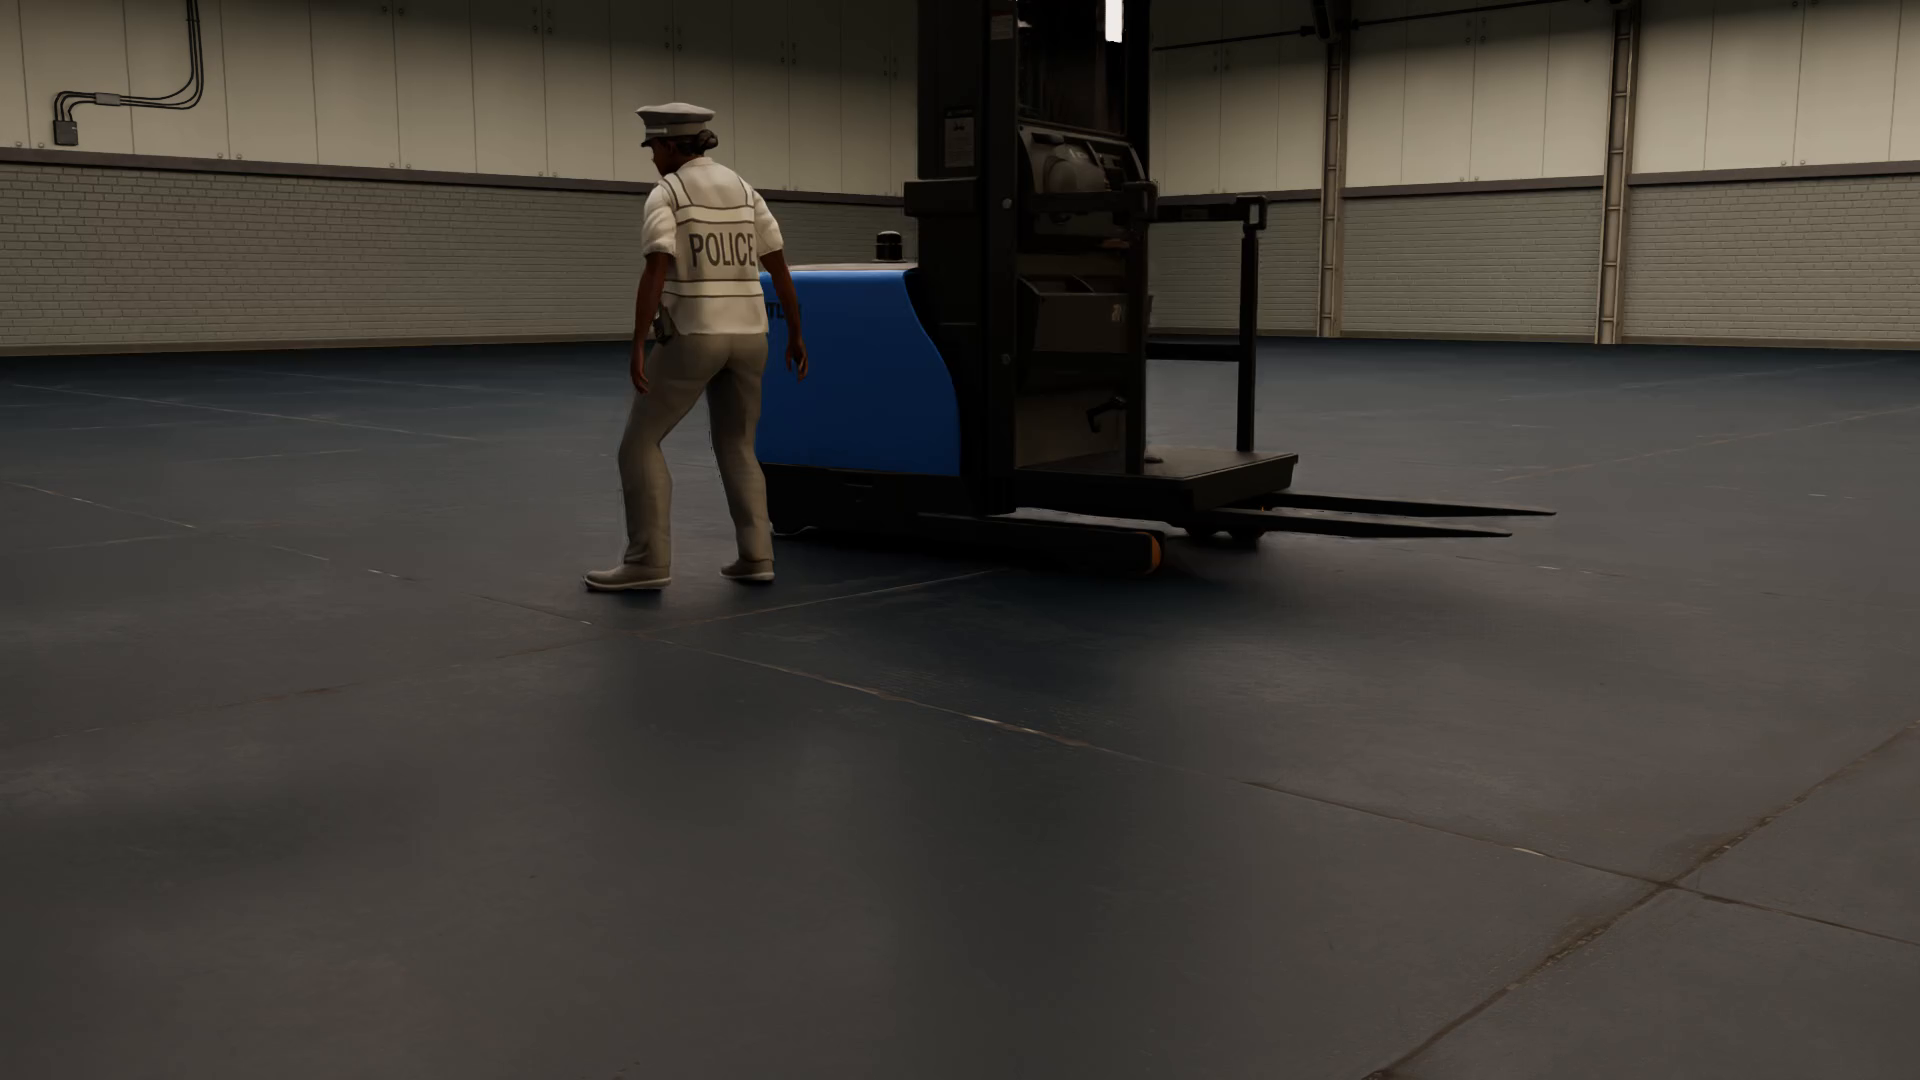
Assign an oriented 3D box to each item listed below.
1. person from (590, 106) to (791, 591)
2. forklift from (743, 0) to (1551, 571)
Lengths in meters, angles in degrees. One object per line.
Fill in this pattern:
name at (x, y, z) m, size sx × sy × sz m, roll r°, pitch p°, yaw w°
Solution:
person at (-0.916, -0.665, 5.752) m, size 0.472 × 1.625 × 0.680 m, roll 7°, pitch 11°, yaw 40°
forklift at (0.712, -1.425, 6.340) m, size 3.031 × 2.935 × 1.130 m, roll 3°, pitch 9°, yaw 19°
